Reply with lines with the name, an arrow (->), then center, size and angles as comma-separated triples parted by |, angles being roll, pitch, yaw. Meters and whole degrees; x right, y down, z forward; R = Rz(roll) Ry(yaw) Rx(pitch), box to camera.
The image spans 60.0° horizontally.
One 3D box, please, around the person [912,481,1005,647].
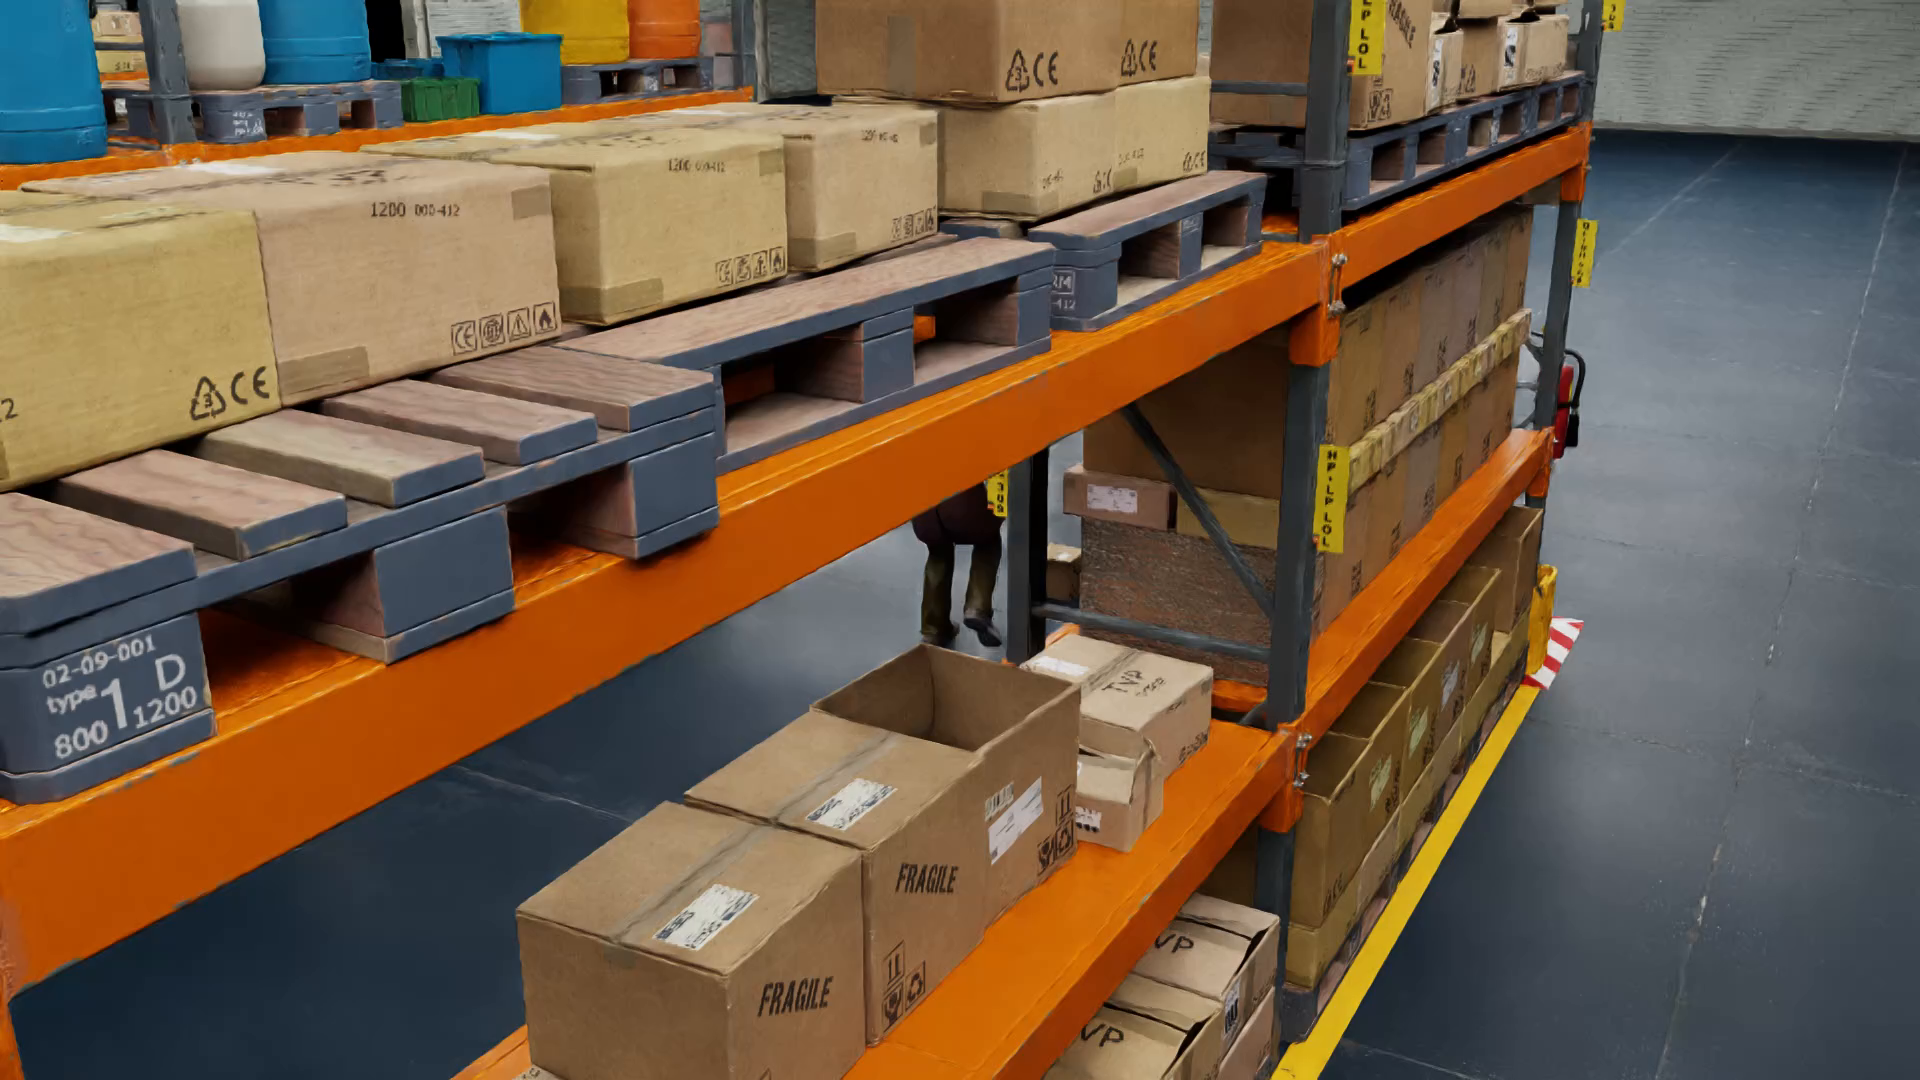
person -> -0.065, -0.250, 8.866 | 0.772, 1.744, 0.525 | 8, 21, 21
